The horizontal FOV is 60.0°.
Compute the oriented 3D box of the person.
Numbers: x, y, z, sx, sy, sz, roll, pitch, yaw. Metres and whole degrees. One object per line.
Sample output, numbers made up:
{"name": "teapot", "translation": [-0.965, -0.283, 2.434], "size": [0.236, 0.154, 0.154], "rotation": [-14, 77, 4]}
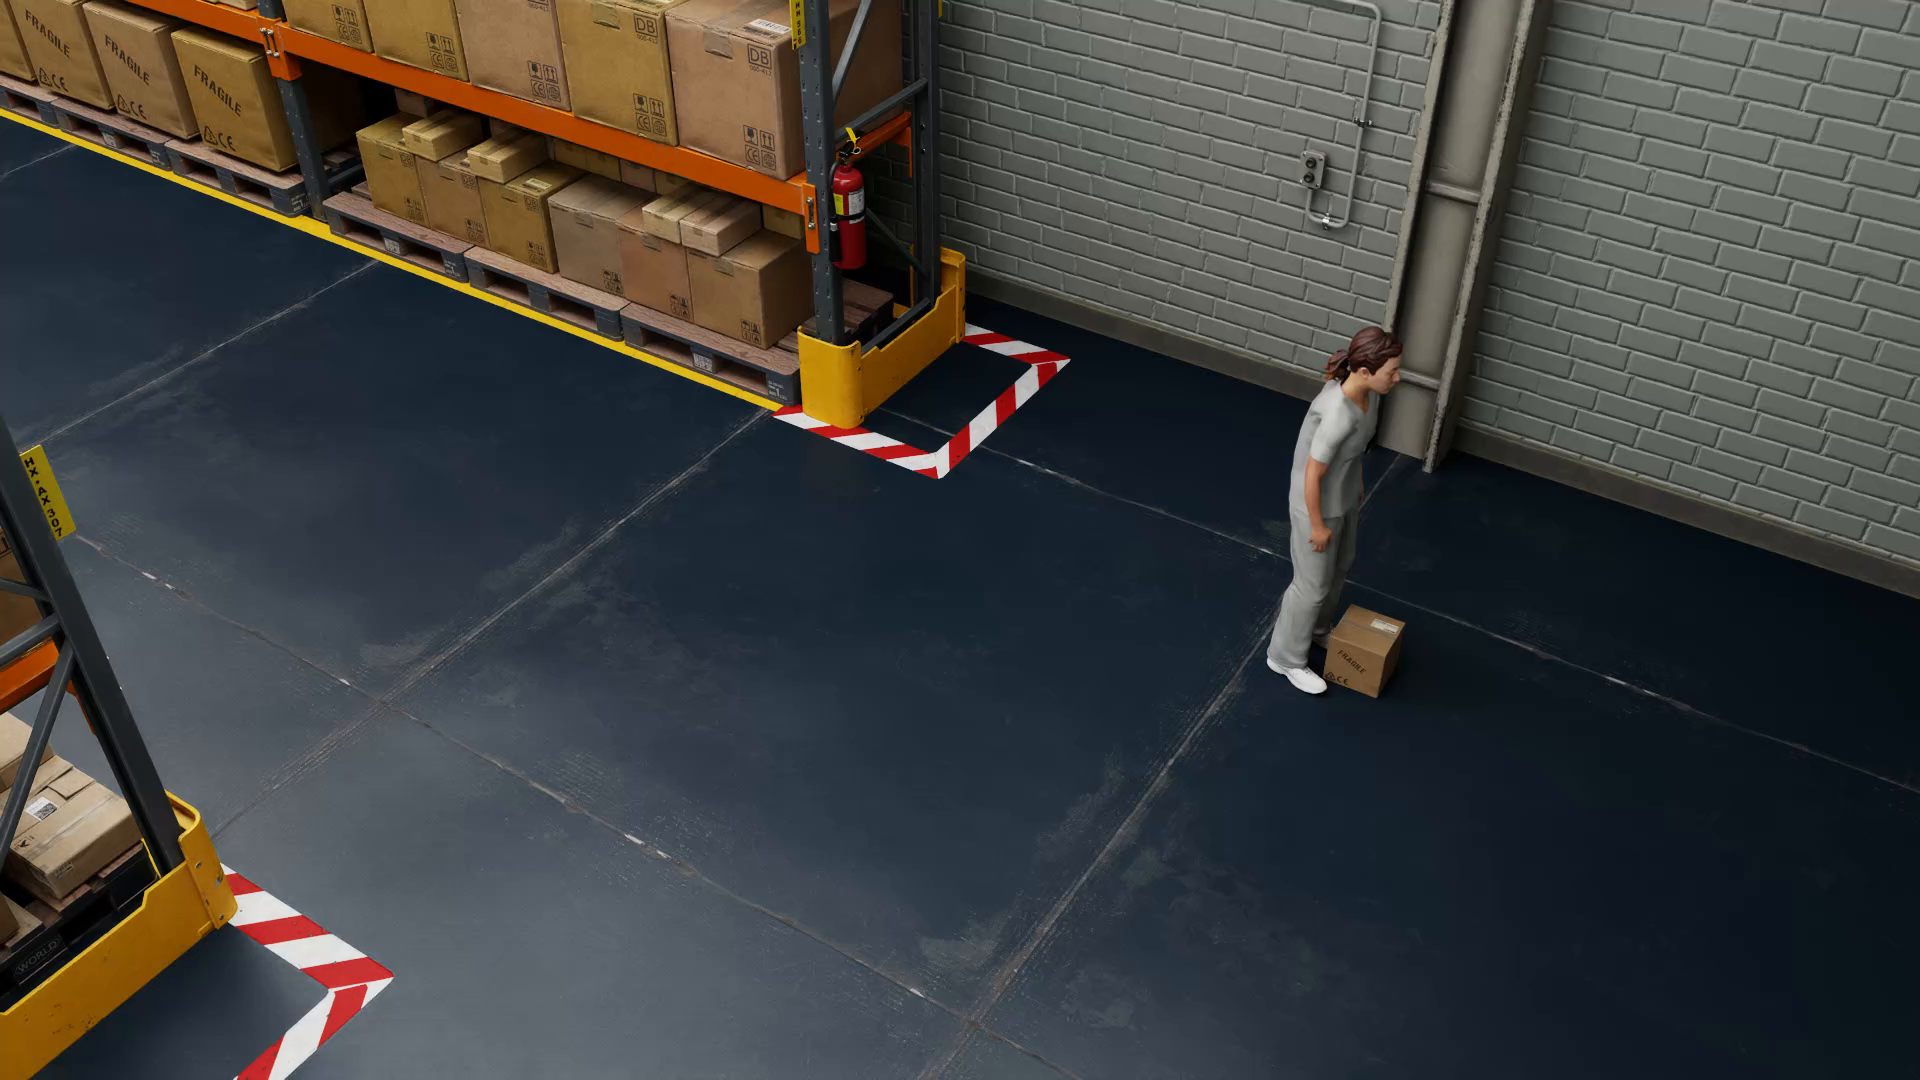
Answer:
{"name": "person", "translation": [1.540, -0.153, 6.872], "size": [0.352, 1.673, 0.494], "rotation": [21, 43, 24]}
